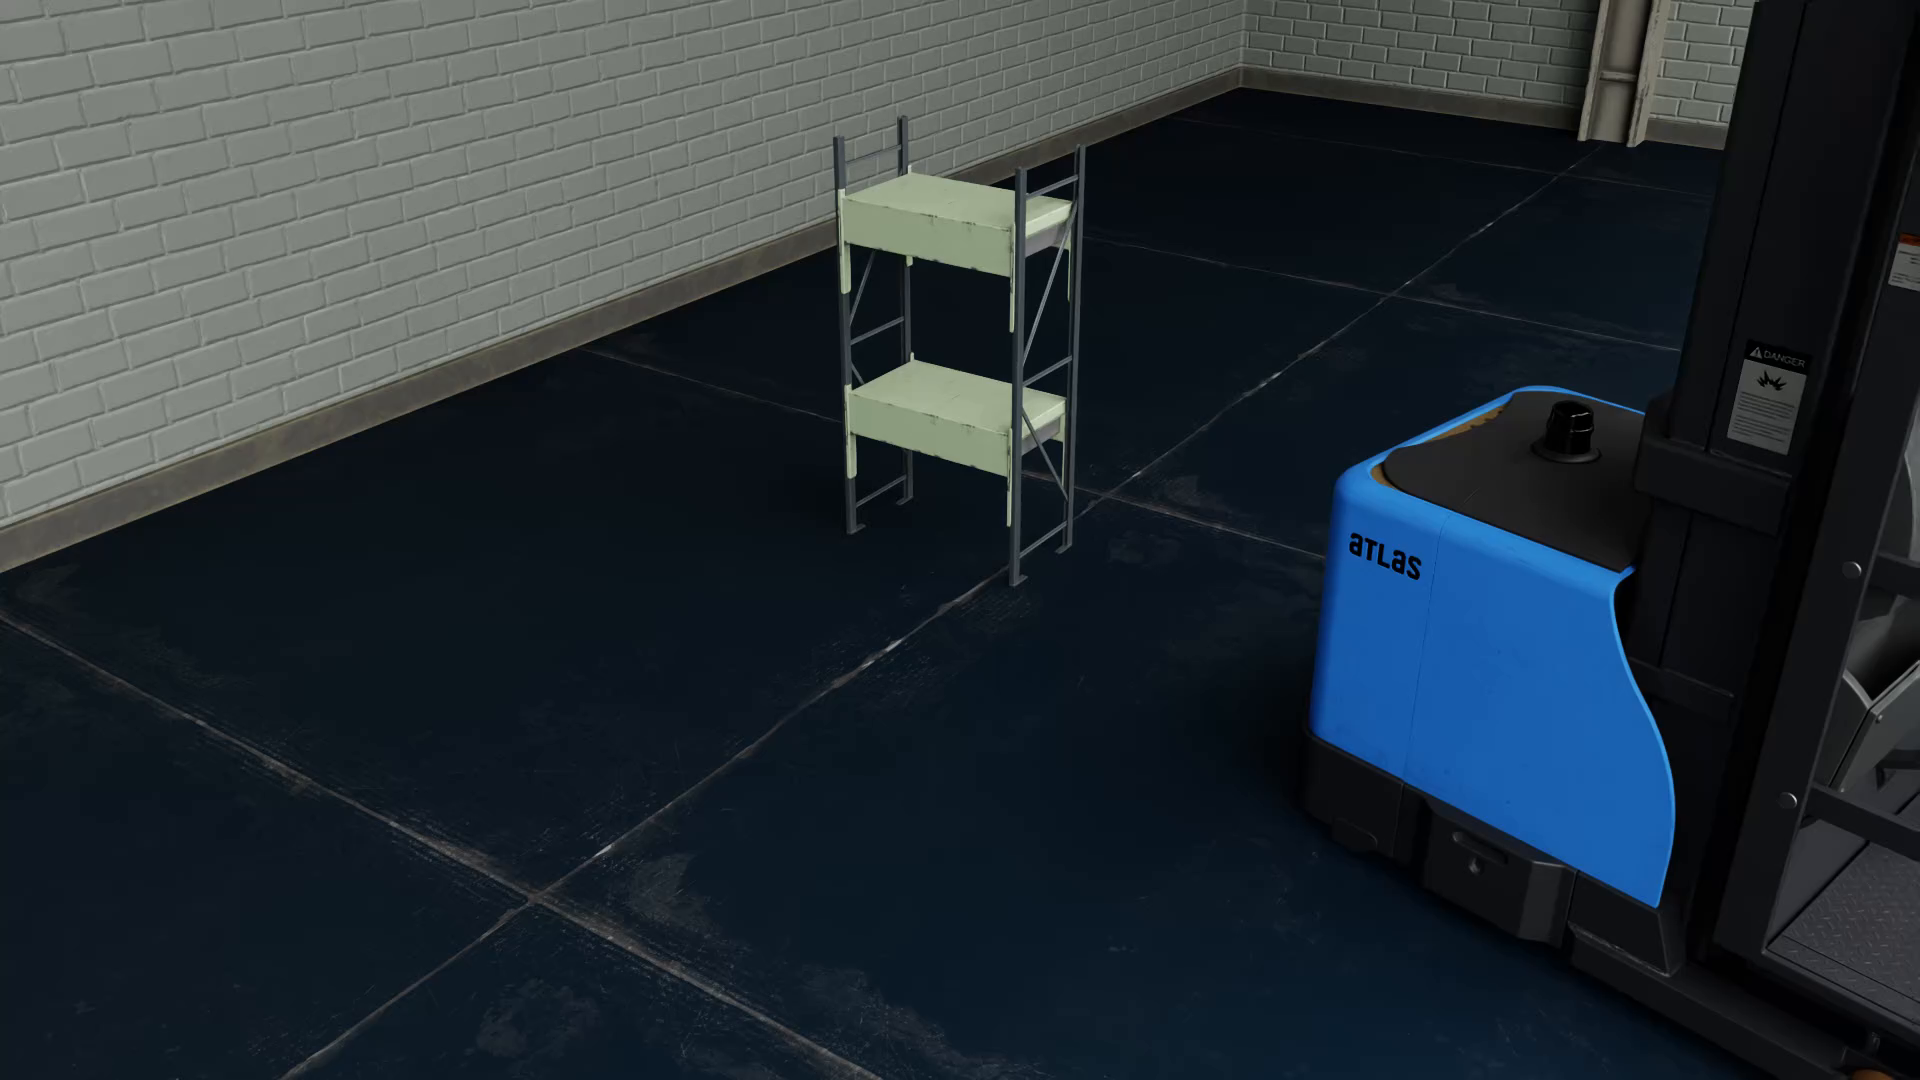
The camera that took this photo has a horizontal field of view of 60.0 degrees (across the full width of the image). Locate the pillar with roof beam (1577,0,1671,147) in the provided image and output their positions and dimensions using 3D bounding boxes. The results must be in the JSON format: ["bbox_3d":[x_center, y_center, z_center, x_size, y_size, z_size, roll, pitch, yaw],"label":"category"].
[{"bbox_3d":[2.209,-5.261,6.666,0.400,9.000,9.100,17,32,30],"label":"pillar with roof beam"}]

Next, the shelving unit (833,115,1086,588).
[{"bbox_3d":[-0.006,-0.670,5.913,0.755,1.500,0.431,17,32,30],"label":"shelving unit"}]

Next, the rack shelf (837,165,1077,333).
[{"bbox_3d":[-0.006,-1.018,5.736,0.720,0.370,0.431,17,32,30],"label":"rack shelf"}]

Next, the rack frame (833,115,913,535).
[{"bbox_3d":[-0.307,-0.764,6.098,0.023,1.500,0.400,17,32,30],"label":"rack frame"}]

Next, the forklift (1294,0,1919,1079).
[{"bbox_3d":[2.304,-0.174,3.360,1.130,2.935,3.031,-23,35,-37],"label":"forklift"}]

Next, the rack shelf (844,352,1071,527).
[{"bbox_3d":[-0.006,-0.380,6.061,0.720,0.370,0.431,17,32,30],"label":"rack shelf"}]

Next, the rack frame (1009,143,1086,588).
[{"bbox_3d":[0.296,-0.576,5.729,0.023,1.500,0.400,17,32,30],"label":"rack frame"}]
